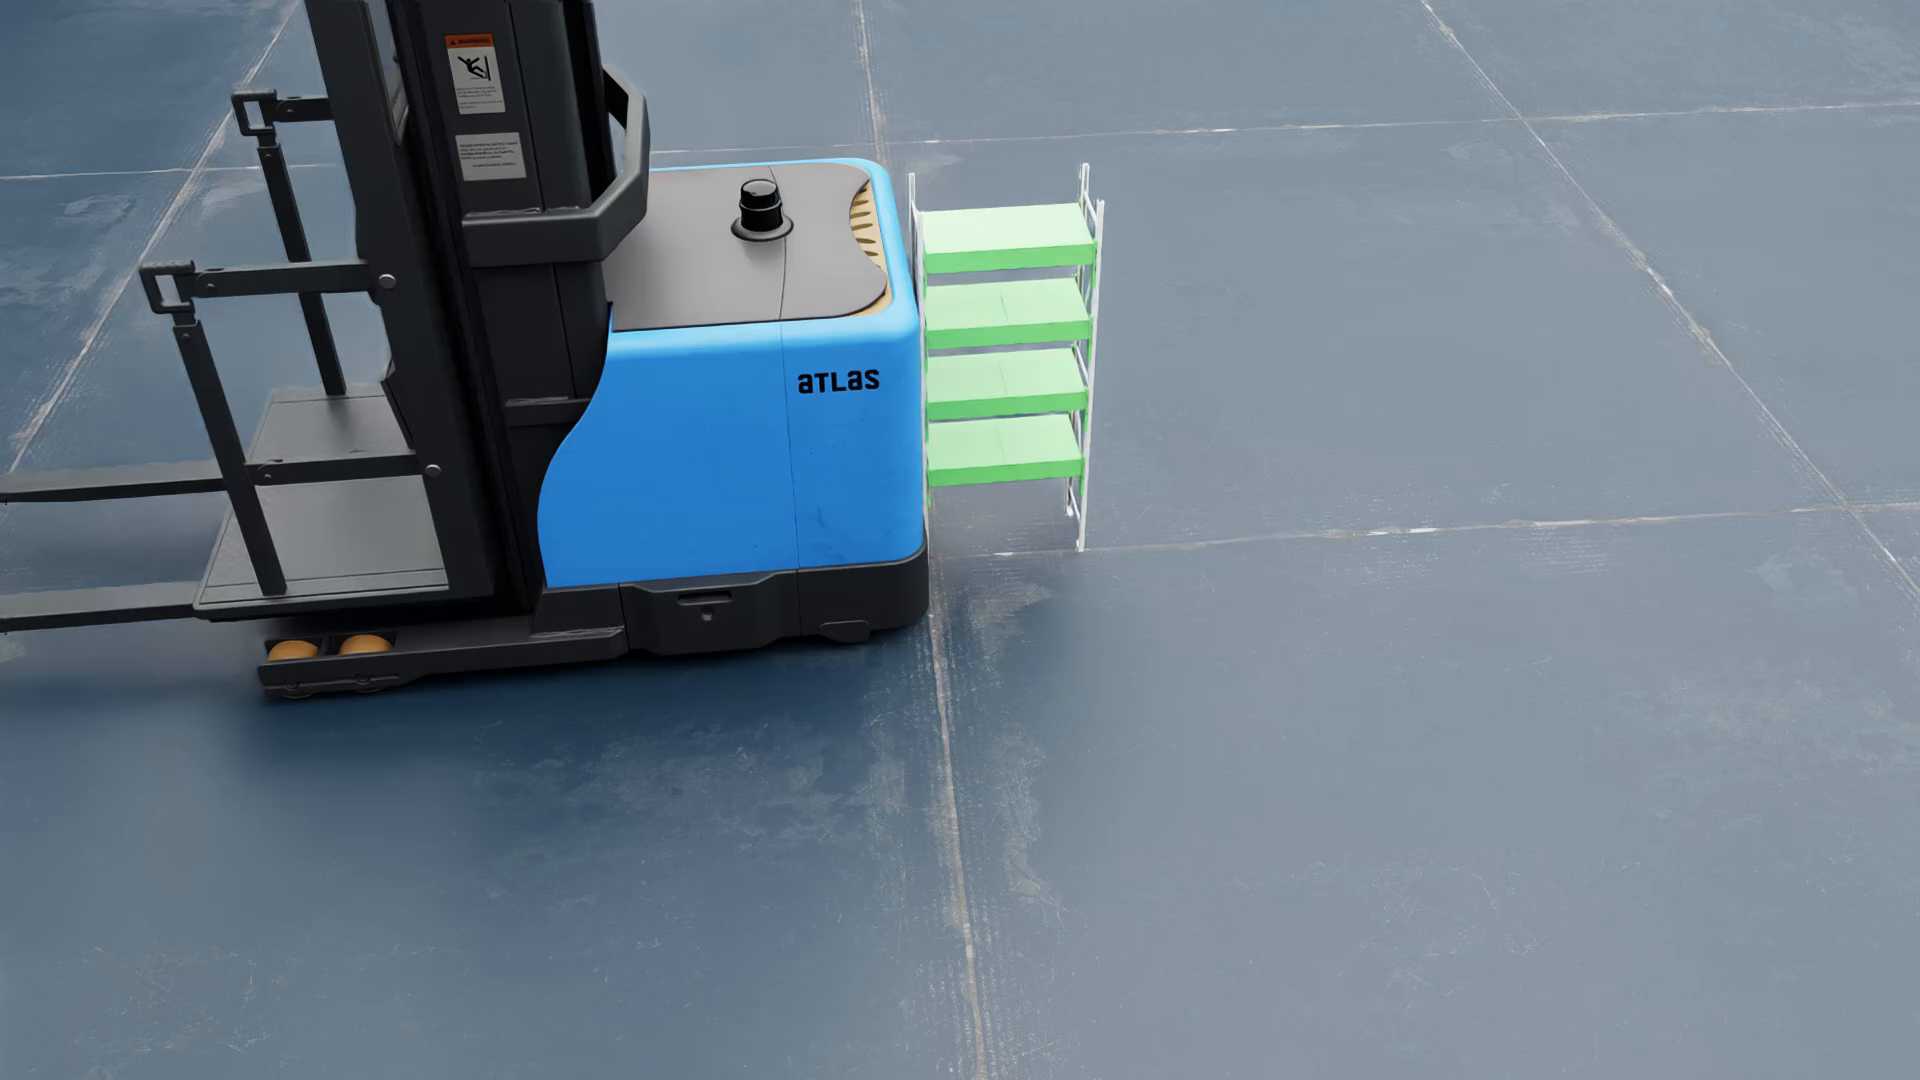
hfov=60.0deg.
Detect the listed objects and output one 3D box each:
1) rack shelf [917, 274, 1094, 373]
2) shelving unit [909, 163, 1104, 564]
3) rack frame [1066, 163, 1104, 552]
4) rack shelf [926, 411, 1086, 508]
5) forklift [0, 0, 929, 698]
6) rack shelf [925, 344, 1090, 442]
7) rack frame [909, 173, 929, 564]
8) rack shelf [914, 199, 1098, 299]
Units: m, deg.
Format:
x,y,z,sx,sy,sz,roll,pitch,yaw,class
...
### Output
x,y,z,sx,sy,sz,roll,pitch,yaw,class
0.122,-0.626,4.791,0.480,0.148,0.258,-4,38,-6,rack shelf
0.122,-0.488,4.900,0.503,1.200,0.258,-4,38,-6,shelving unit
0.364,-0.507,4.924,0.015,1.200,0.240,-4,38,-6,rack frame
0.122,-0.249,5.088,0.480,0.148,0.258,-4,38,-6,rack shelf
-1.648,-1.053,4.218,3.031,2.935,1.130,-4,38,-6,forklift
0.122,-0.438,4.939,0.480,0.148,0.258,-4,38,-6,rack shelf
-0.120,-0.469,4.876,0.015,1.200,0.240,-4,38,-6,rack frame
0.122,-0.815,4.642,0.480,0.148,0.258,-4,38,-6,rack shelf
